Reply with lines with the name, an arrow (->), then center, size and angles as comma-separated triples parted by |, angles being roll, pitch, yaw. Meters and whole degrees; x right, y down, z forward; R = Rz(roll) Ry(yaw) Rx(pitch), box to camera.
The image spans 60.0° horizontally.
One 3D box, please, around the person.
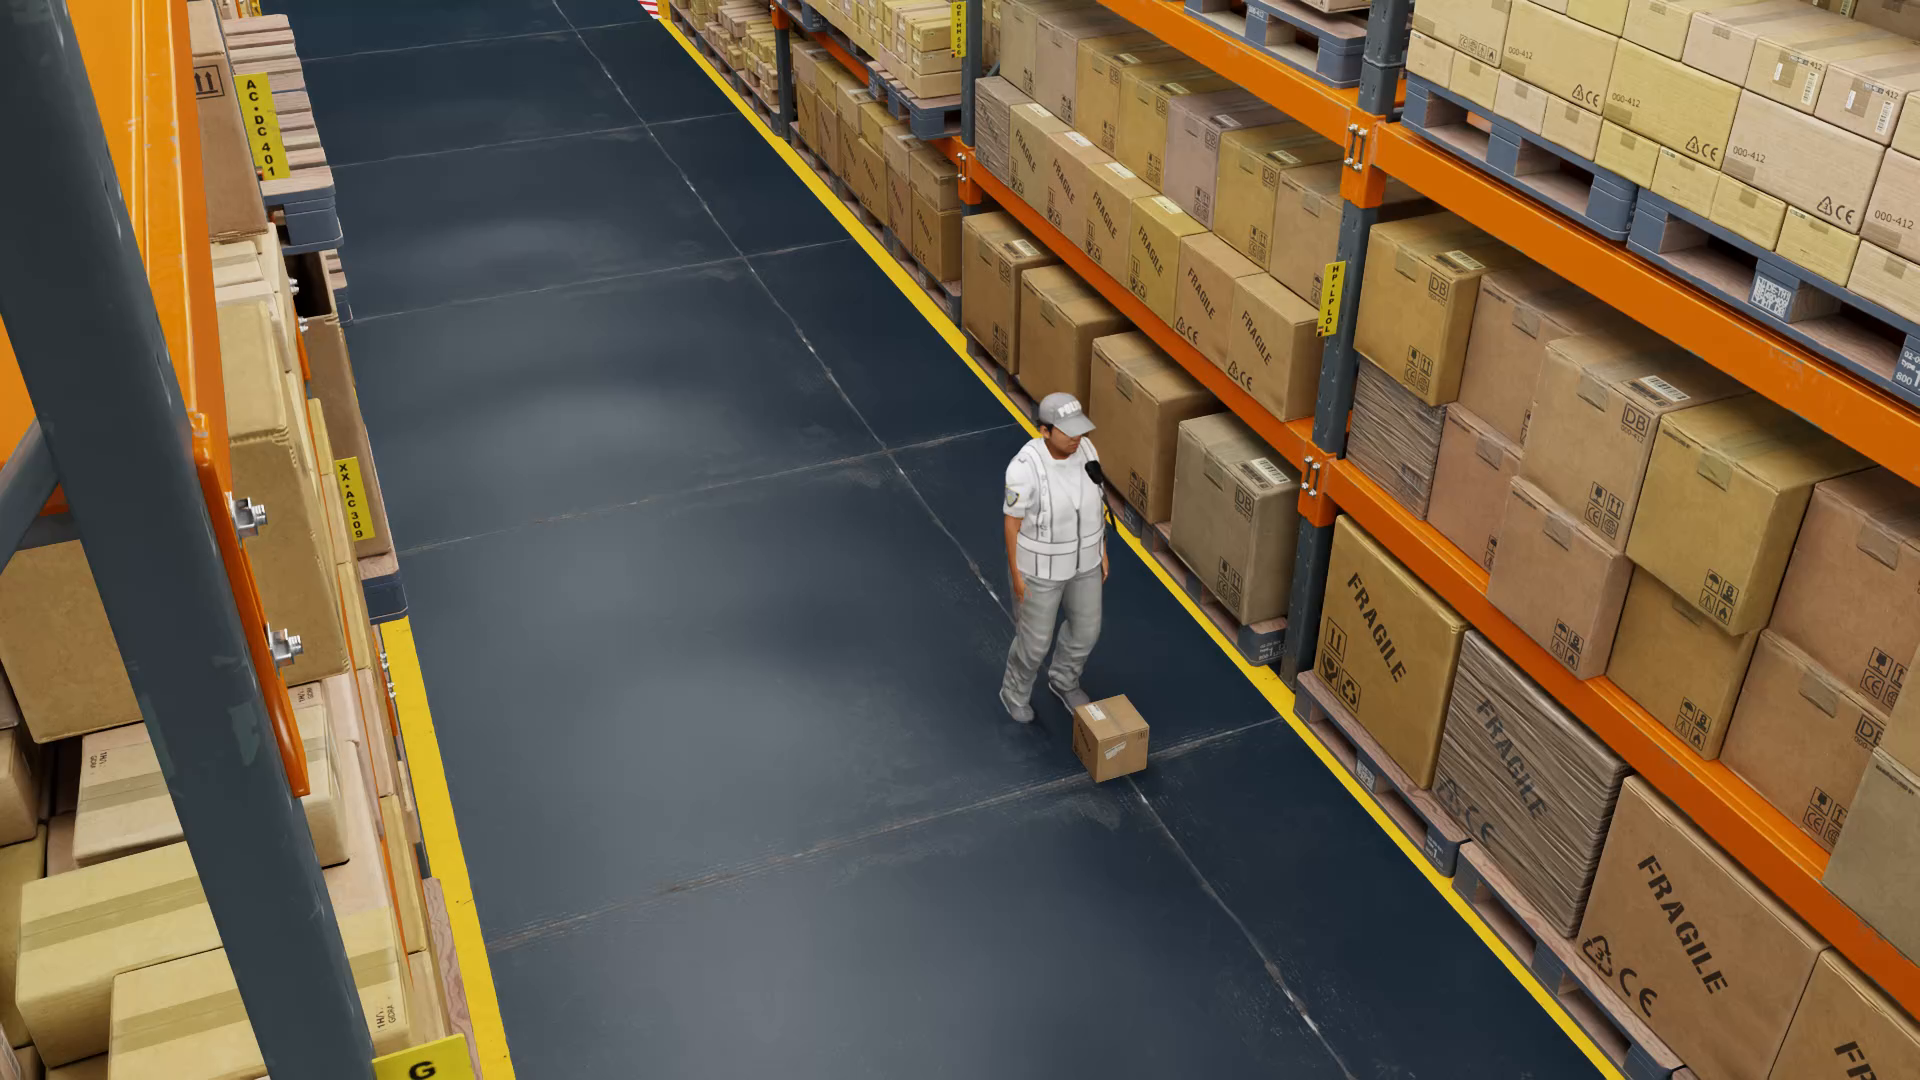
person -> 0.436, 0.127, 7.412 | 0.495, 1.726, 0.386 | -19, 38, -26
